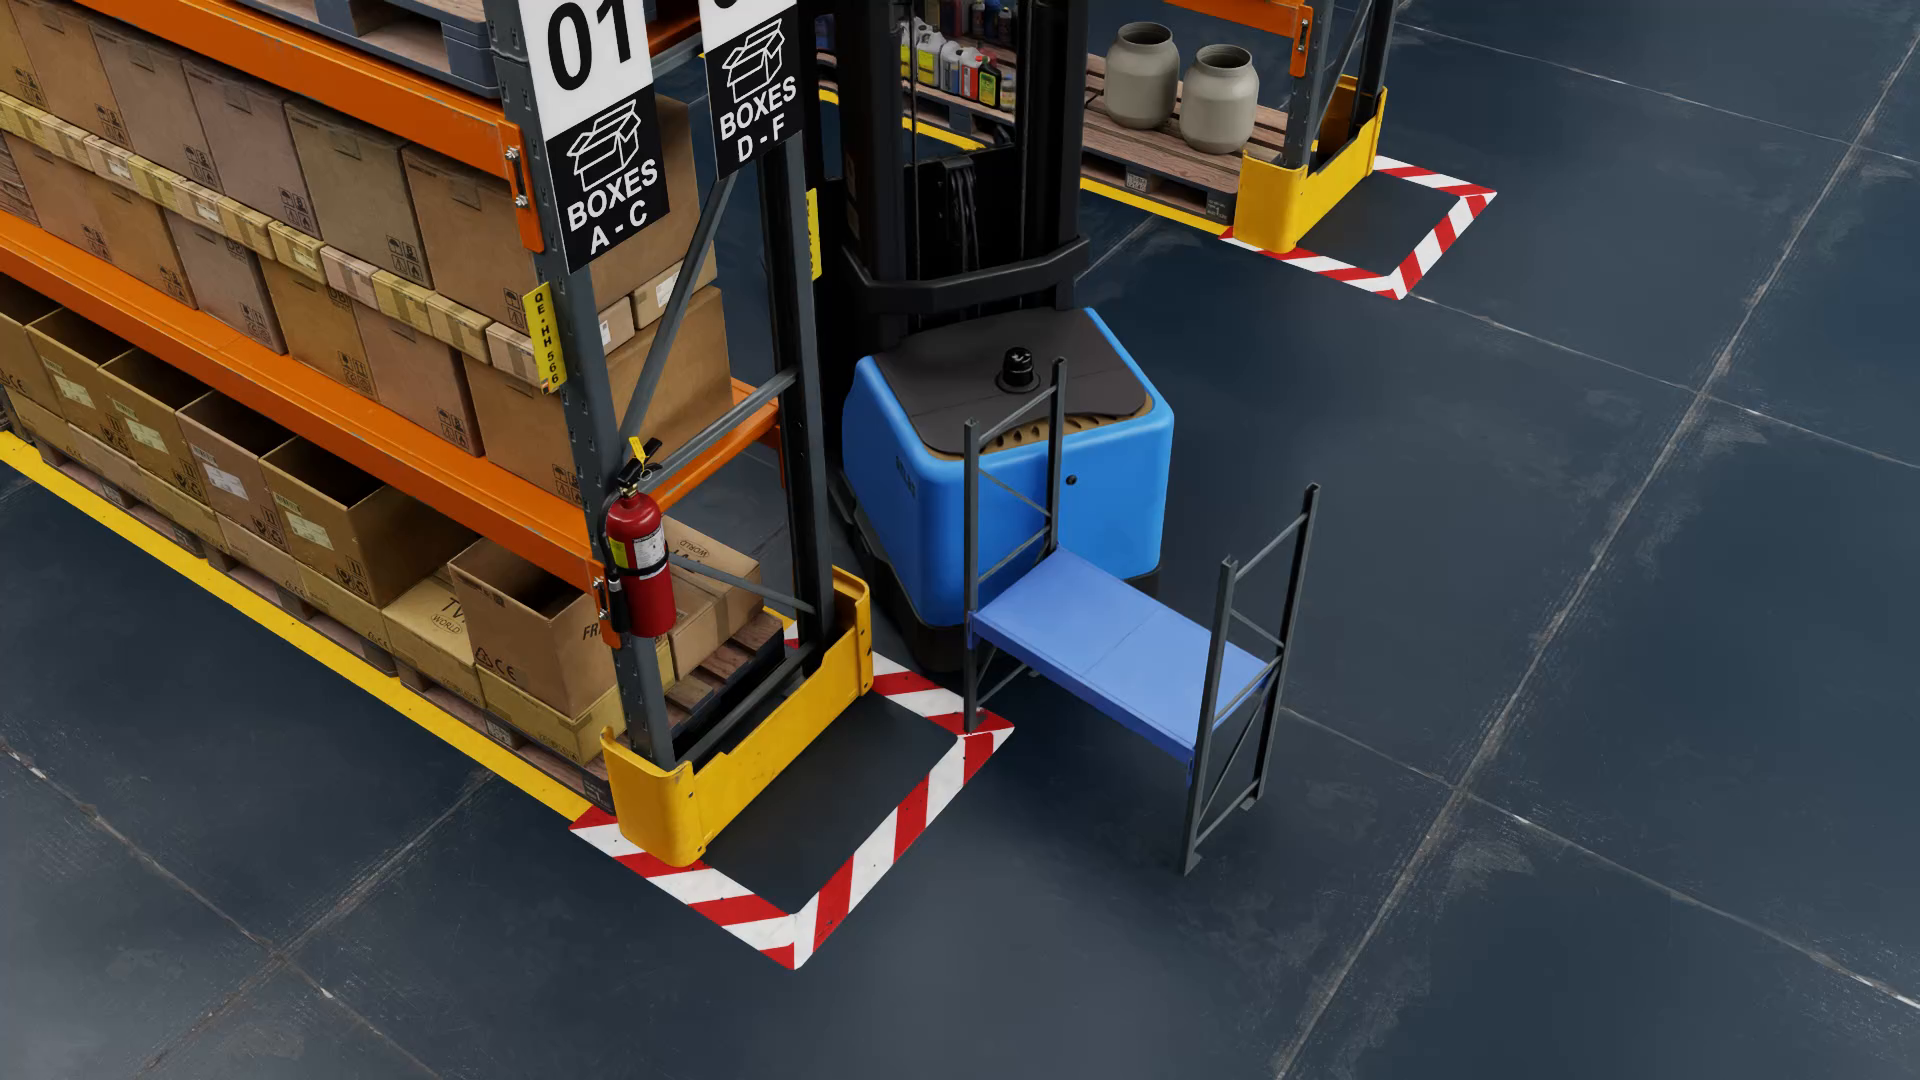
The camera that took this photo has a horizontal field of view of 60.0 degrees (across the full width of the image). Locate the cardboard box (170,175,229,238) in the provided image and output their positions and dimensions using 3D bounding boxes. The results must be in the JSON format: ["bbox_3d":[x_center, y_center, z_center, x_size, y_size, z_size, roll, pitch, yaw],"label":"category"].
[{"bbox_3d":[-2.507,-1.238,5.822,0.250,0.149,0.380,24,47,25],"label":"cardboard box"}]

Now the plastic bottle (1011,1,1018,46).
[{"bbox_3d":[0.366,-3.207,10.301,0.097,0.271,0.097,0,42,0],"label":"plastic bottle"}]

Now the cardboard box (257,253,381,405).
[{"bbox_3d":[-2.024,-0.938,5.974,0.500,0.500,0.700,25,48,26],"label":"cardboard box"}]

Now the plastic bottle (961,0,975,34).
[{"bbox_3d":[0.004,-3.356,10.464,0.135,0.276,0.152,26,48,26],"label":"plastic bottle"}]

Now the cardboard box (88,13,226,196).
[{"bbox_3d":[-2.489,-1.633,5.778,0.500,0.500,0.700,25,48,25],"label":"cardboard box"}]

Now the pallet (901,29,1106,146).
[{"bbox_3d":[0.288,-2.772,10.190,1.213,0.211,1.003,25,48,25],"label":"pallet"}]

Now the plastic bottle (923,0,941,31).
[{"bbox_3d":[-0.165,-3.357,10.460,0.133,0.283,0.061,25,48,25],"label":"plastic bottle"}]

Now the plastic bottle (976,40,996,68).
[{"bbox_3d":[0.148,-2.812,9.850,0.133,0.283,0.061,25,48,25],"label":"plastic bottle"}]

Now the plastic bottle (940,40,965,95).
[{"bbox_3d":[-0.026,-2.804,9.847,0.135,0.276,0.152,24,47,24],"label":"plastic bottle"}]

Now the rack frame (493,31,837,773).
[{"bbox_3d":[-0.814,-0.324,5.362,0.127,3.000,1.000,25,48,25],"label":"rack frame"}]

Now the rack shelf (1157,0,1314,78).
[{"bbox_3d":[0.396,-3.524,9.478,4.000,0.370,1.077,25,48,25],"label":"rack shelf"}]

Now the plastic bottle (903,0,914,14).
[{"bbox_3d":[-0.391,-3.572,10.649,0.185,0.351,0.144,23,47,23],"label":"plastic bottle"}]

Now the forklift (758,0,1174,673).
[{"bbox_3d":[-0.183,-1.562,6.798,1.130,2.935,3.031,-14,44,-15],"label":"forklift"}]

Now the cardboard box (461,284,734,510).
[{"bbox_3d":[-1.188,-0.547,5.536,0.500,0.500,0.700,25,48,25],"label":"cardboard box"}]

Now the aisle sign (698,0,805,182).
[{"bbox_3d":[-0.584,-1.434,4.654,0.004,0.787,0.394,25,48,25],"label":"aisle sign"}]

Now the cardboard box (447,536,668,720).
[{"bbox_3d":[-1.423,0.222,5.937,0.500,0.500,0.500,25,48,25],"label":"cardboard box"}]

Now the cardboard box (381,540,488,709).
[{"bbox_3d":[-1.839,0.316,6.395,0.500,0.250,0.500,25,48,25],"label":"cardboard box"}]

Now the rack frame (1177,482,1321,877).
[{"bbox_3d":[0.951,0.508,5.558,0.032,1.500,0.500,31,50,30],"label":"rack frame"}]

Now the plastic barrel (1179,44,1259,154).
[{"bbox_3d":[1.451,-2.466,9.307,0.421,0.512,0.421,0,42,0],"label":"plastic barrel"}]

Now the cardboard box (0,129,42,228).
[{"bbox_3d":[-3.722,-1.726,6.854,0.500,0.500,0.700,24,47,24],"label":"cardboard box"}]

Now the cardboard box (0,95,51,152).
[{"bbox_3d":[-3.346,-1.632,6.263,0.250,0.149,0.380,25,47,25],"label":"cardboard box"}]

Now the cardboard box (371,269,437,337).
[{"bbox_3d":[-1.660,-0.842,5.380,0.250,0.149,0.380,24,47,25],"label":"cardboard box"}]

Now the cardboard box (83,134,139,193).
[{"bbox_3d":[-2.922,-1.434,6.042,0.250,0.149,0.380,24,47,24],"label":"cardboard box"}]

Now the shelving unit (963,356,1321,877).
[{"bbox_3d":[0.570,0.283,5.809,1.048,1.500,0.538,31,50,30],"label":"shelving unit"}]

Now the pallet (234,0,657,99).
[{"bbox_3d":[-1.378,-1.693,4.710,1.213,0.211,1.003,25,48,25],"label":"pallet"}]

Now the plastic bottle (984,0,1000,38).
[{"bbox_3d":[0.200,-3.285,10.388,0.097,0.271,0.097,0,42,0],"label":"plastic bottle"}]

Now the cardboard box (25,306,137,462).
[{"bbox_3d":[-3.475,-0.731,7.002,0.500,0.500,0.500,25,48,25],"label":"cardboard box"}]

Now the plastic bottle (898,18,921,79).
[{"bbox_3d":[-0.316,-2.964,9.970,0.185,0.351,0.144,25,47,25],"label":"plastic bottle"}]

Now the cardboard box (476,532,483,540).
[{"bbox_3d":[-1.945,-0.163,6.930,0.500,0.250,0.500,25,48,25],"label":"cardboard box"}]

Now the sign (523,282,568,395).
[{"bbox_3d":[-1.136,-0.552,4.572,0.005,0.325,0.100,25,48,25],"label":"sign"}]

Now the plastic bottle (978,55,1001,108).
[{"bbox_3d":[0.172,-2.677,9.699,0.133,0.283,0.061,26,48,26],"label":"plastic bottle"}]

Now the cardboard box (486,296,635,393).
[{"bbox_3d":[-1.236,-0.645,5.160,0.250,0.149,0.380,24,47,25],"label":"cardboard box"}]

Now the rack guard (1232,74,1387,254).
[{"bbox_3d":[1.944,-2.098,9.220,0.348,0.500,1.175,25,48,25],"label":"rack guard"}]

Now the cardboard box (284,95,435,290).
[{"bbox_3d":[-1.665,-1.249,5.348,0.500,0.500,0.700,24,47,24],"label":"cardboard box"}]

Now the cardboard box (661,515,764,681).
[{"bbox_3d":[-1.125,0.218,6.504,0.500,0.250,0.500,25,48,25],"label":"cardboard box"}]

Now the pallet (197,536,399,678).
[{"bbox_3d":[-2.458,-0.022,7.116,1.213,0.211,1.003,25,48,25],"label":"pallet"}]

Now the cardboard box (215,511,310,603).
[{"bbox_3d":[-2.657,-0.067,6.823,0.500,0.250,0.500,25,48,25],"label":"cardboard box"}]

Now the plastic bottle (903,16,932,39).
[{"bbox_3d":[-0.252,-3.027,10.096,0.135,0.276,0.152,25,48,25],"label":"plastic bottle"}]

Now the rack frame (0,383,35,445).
[{"bbox_3d":[-4.088,-1.855,7.074,0.127,3.000,1.000,25,48,25],"label":"rack frame"}]

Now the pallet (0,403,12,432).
[{"bbox_3d":[-4.714,-1.077,8.295,1.213,0.211,1.003,25,48,25],"label":"pallet"}]

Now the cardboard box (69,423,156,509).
[{"bbox_3d":[-3.476,-0.450,7.250,0.500,0.250,0.500,25,48,25],"label":"cardboard box"}]

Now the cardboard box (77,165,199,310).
[{"bbox_3d":[-2.877,-1.333,6.416,0.500,0.500,0.700,26,48,26],"label":"cardboard box"}]

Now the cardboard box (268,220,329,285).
[{"bbox_3d":[-2.080,-1.040,5.601,0.250,0.149,0.380,27,48,27],"label":"cardboard box"}]

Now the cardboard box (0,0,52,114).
[{"bbox_3d":[-3.307,-2.017,6.206,0.500,0.500,0.700,25,47,25],"label":"cardboard box"}]

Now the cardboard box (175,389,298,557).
[{"bbox_3d":[-2.659,-0.345,6.571,0.500,0.500,0.500,25,48,25],"label":"cardboard box"}]

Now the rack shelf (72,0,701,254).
[{"bbox_3d":[-2.451,-1.939,5.458,4.000,0.370,1.077,25,48,25],"label":"rack shelf"}]
